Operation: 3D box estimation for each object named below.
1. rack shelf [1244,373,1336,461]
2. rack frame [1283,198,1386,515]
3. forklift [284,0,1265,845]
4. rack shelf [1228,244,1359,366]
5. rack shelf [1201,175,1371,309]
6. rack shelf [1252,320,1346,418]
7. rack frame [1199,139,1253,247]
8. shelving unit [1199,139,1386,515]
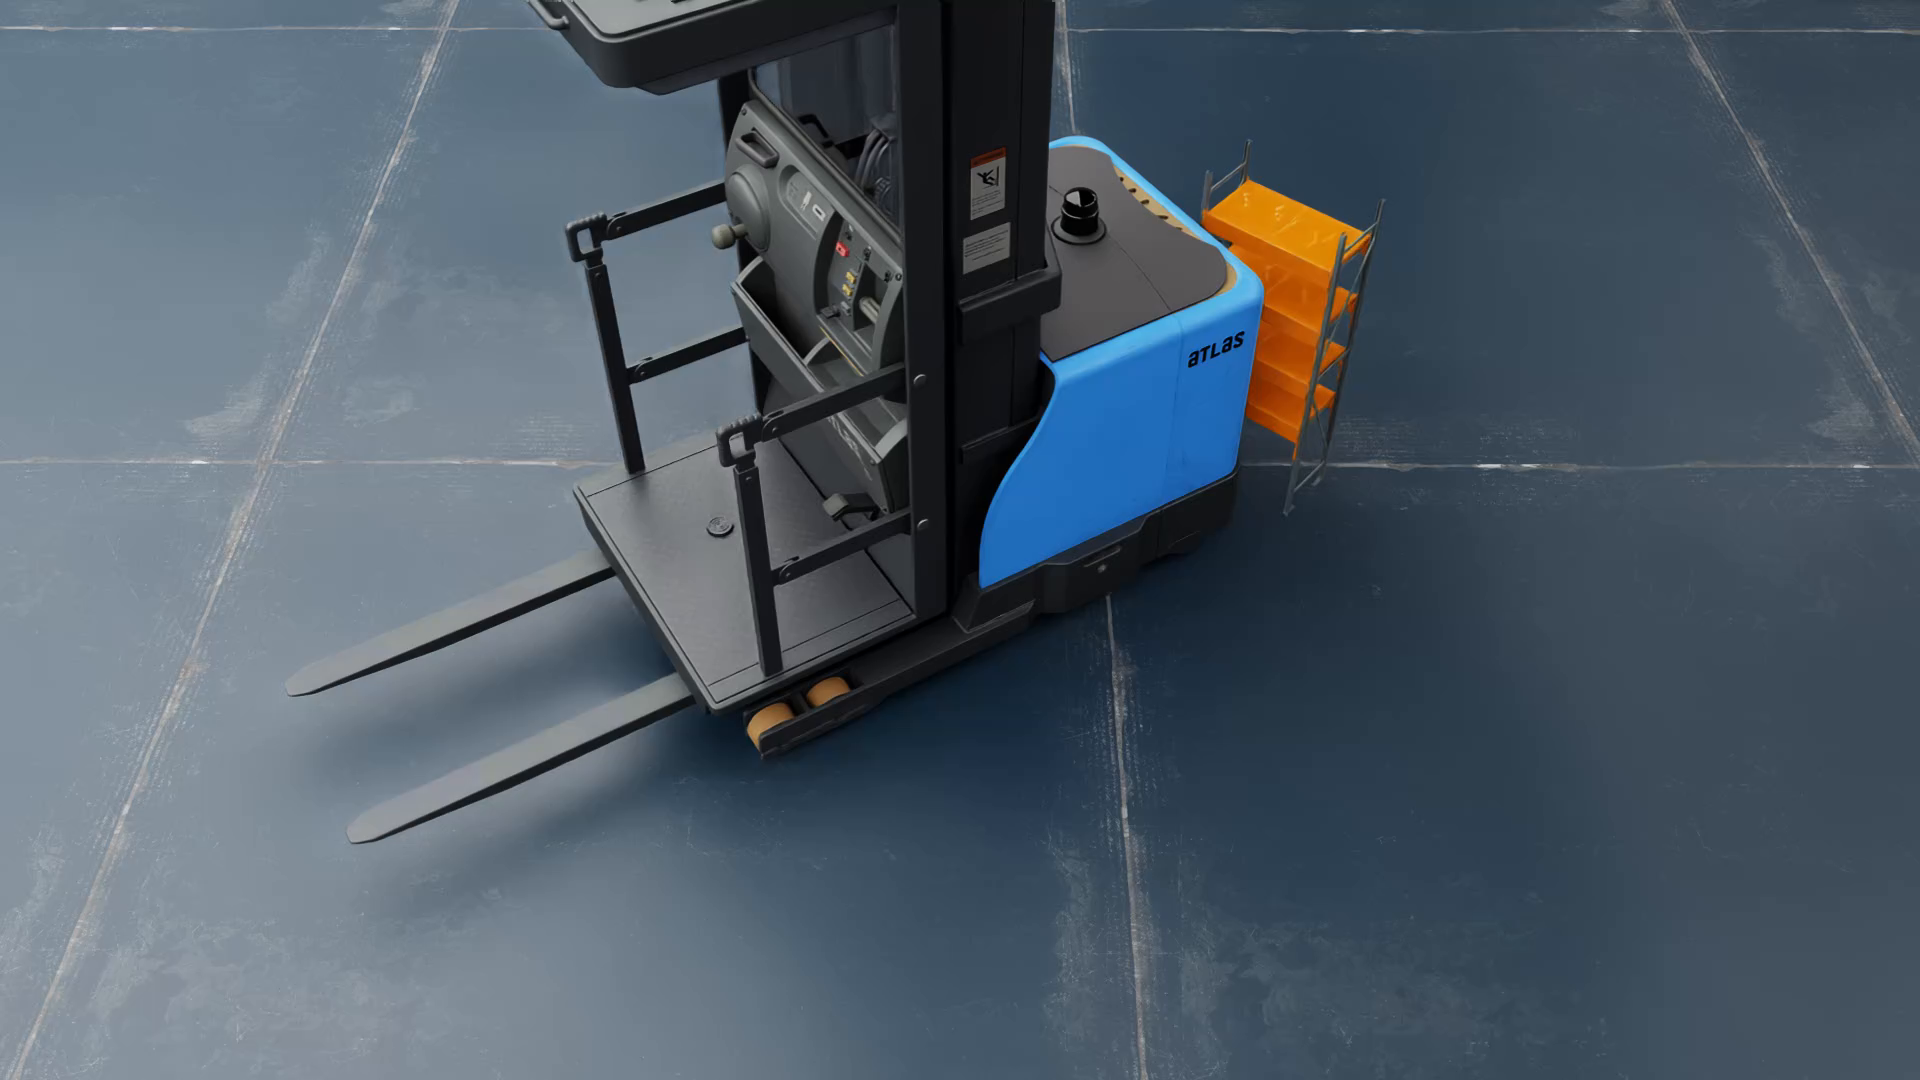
[{"bbox_3d":[1.033,-0.501,5.760,0.480,0.148,0.258,32,55,26],"label":"rack shelf"},{"bbox_3d":[1.218,-0.566,5.457,0.015,1.200,0.240,32,55,26],"label":"rack frame"},{"bbox_3d":[-0.586,-0.781,4.474,3.031,2.935,1.130,-24,52,-21],"label":"forklift"},{"bbox_3d":[1.033,-0.789,5.451,0.480,0.148,0.258,32,55,26],"label":"rack shelf"},{"bbox_3d":[1.033,-0.950,5.278,0.480,0.148,0.258,32,55,26],"label":"rack shelf"},{"bbox_3d":[1.033,-0.637,5.615,0.480,0.148,0.258,32,55,26],"label":"rack shelf"},{"bbox_3d":[0.848,-0.799,5.674,0.015,1.200,0.240,32,55,26],"label":"rack frame"},{"bbox_3d":[1.033,-0.682,5.565,0.503,1.200,0.258,32,55,26],"label":"shelving unit"}]
